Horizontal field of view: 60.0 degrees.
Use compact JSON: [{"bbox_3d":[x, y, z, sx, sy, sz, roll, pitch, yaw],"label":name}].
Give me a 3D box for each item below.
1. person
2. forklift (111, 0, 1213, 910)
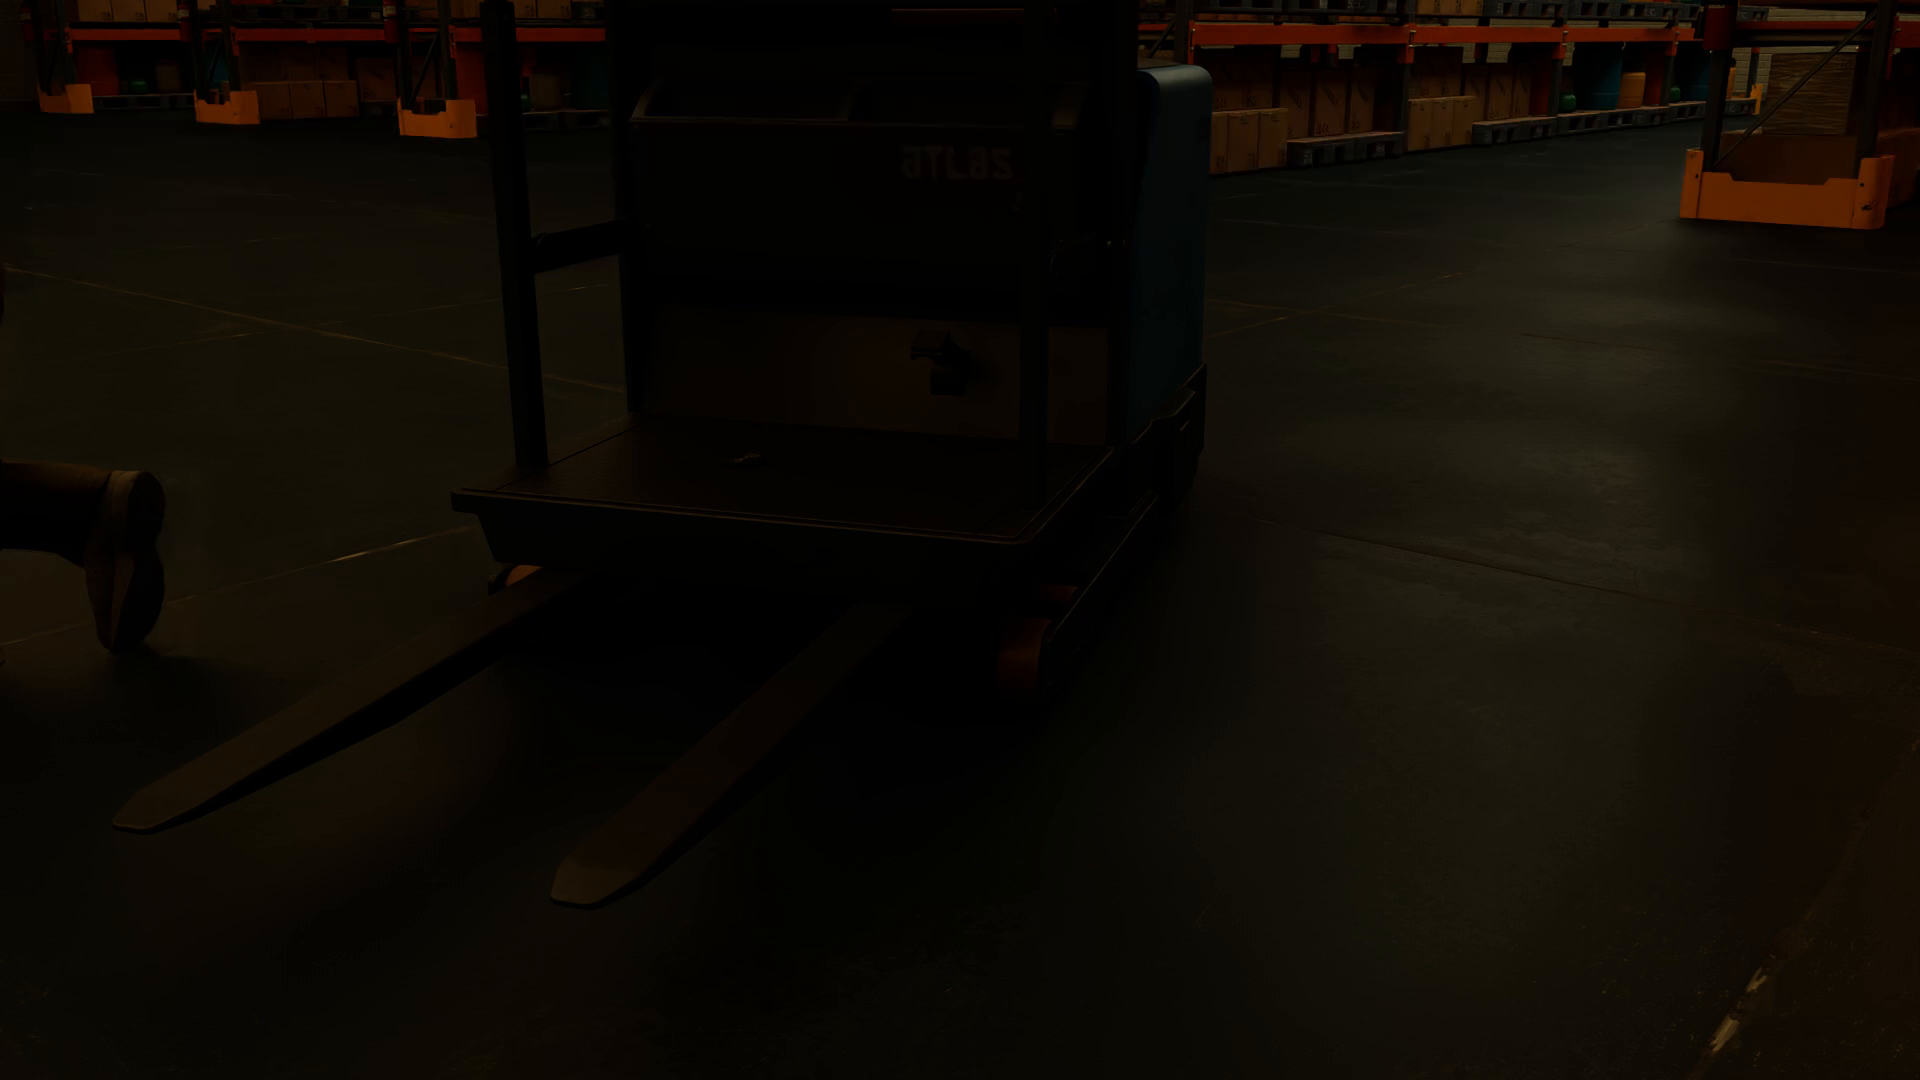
[{"bbox_3d":[-1.839,-0.462,2.853,0.750,1.560,0.744,-8,19,-25],"label":"person"},{"bbox_3d":[-0.268,-1.232,2.956,1.130,2.935,3.031,5,18,17],"label":"forklift"}]
